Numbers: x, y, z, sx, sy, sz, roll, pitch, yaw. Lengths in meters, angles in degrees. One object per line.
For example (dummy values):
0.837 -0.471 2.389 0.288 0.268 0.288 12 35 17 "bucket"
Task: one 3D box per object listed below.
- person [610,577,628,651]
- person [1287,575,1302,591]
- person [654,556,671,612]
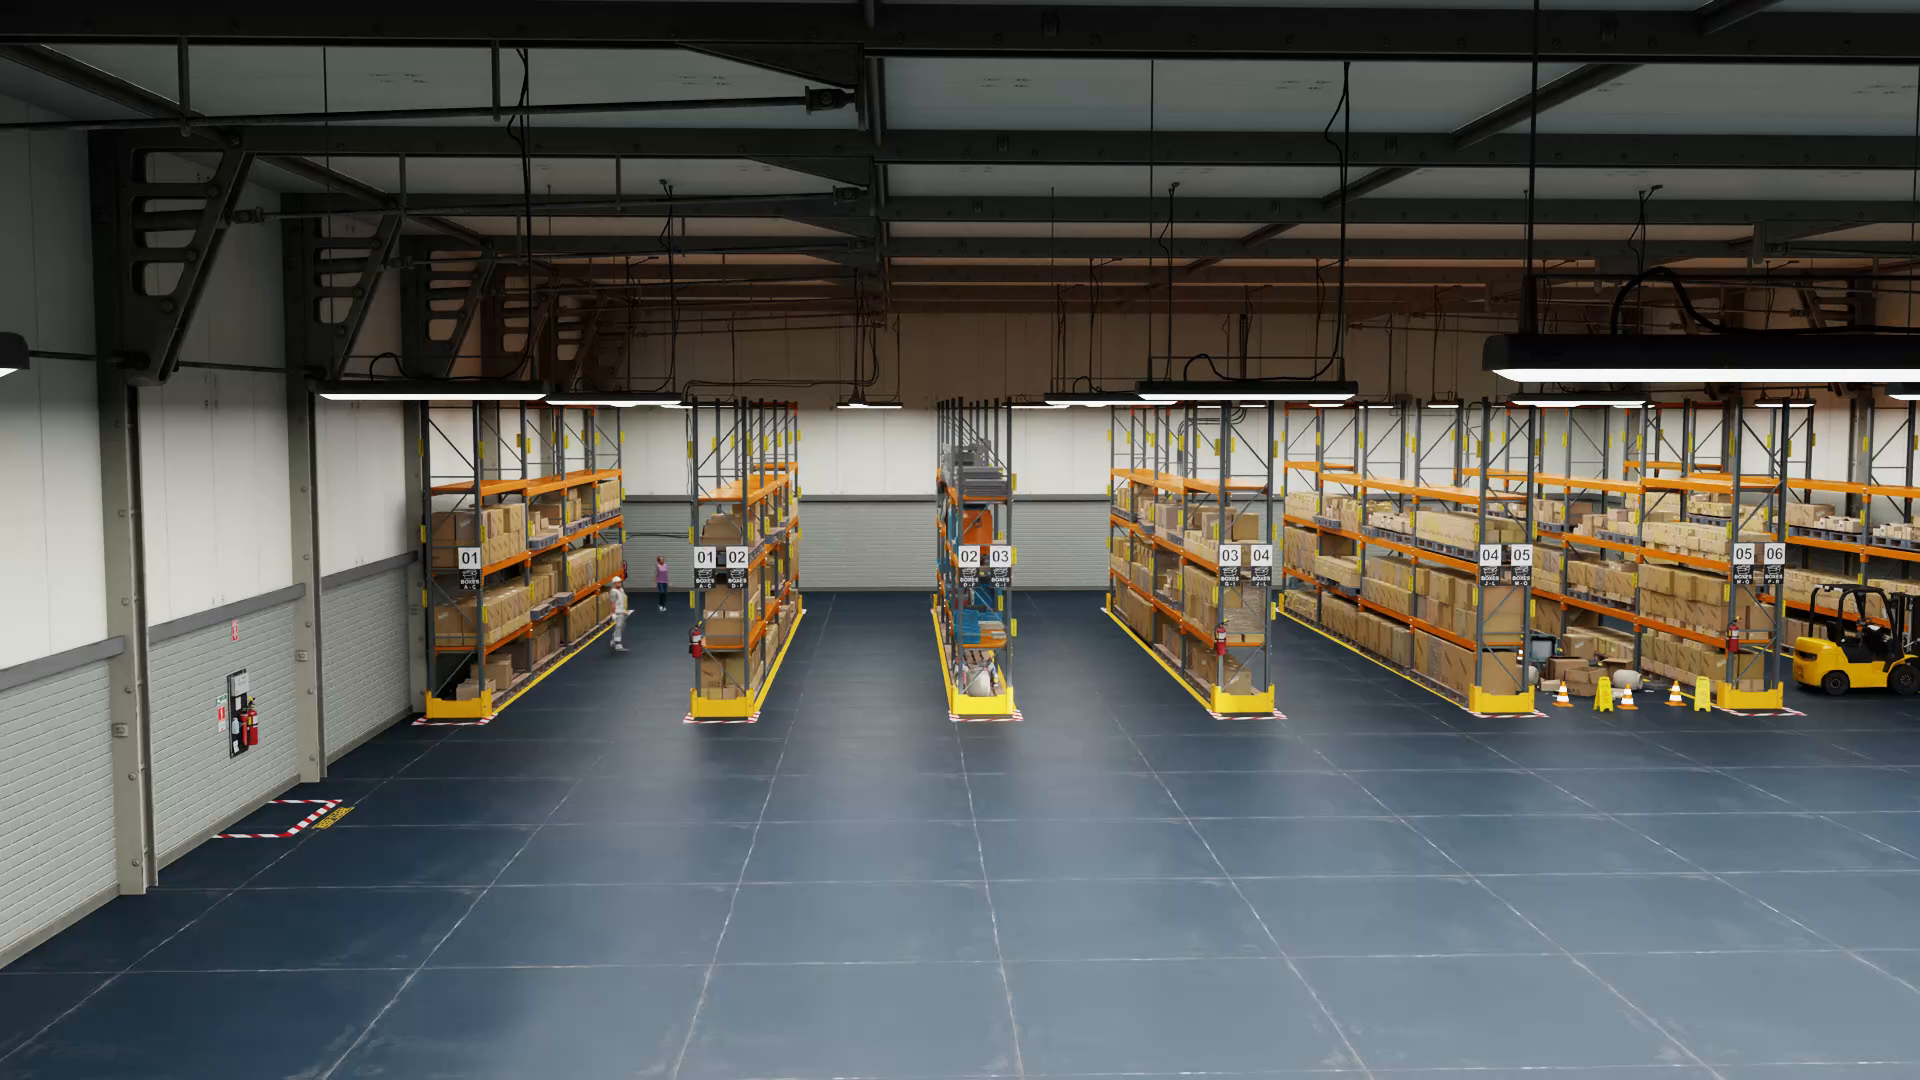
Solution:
-8.126 1.728 39.587 0.447 1.733 0.572 -1 4 -9 "person"
9.935 1.070 48.928 0.734 1.734 0.587 0 4 -2 "person"
-8.503 1.253 47.536 0.468 1.595 0.488 -4 6 -39 "person"
